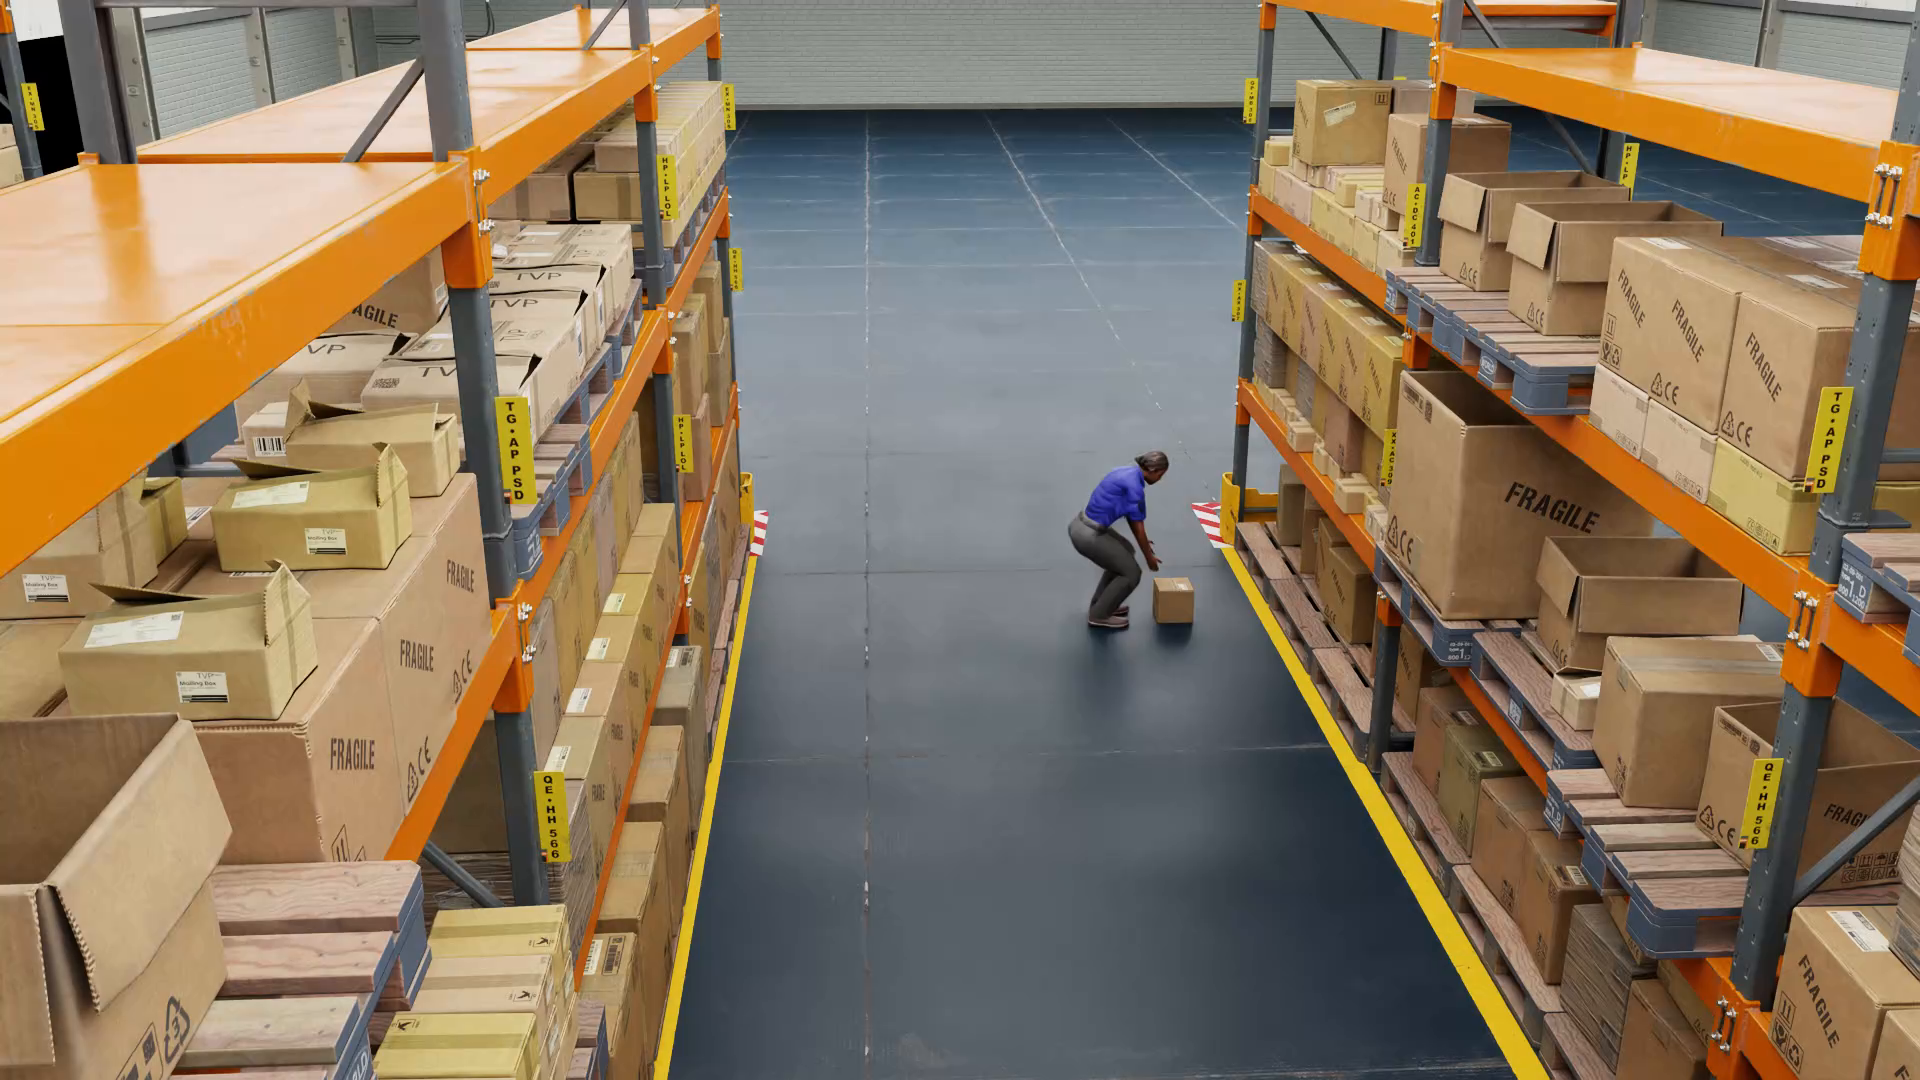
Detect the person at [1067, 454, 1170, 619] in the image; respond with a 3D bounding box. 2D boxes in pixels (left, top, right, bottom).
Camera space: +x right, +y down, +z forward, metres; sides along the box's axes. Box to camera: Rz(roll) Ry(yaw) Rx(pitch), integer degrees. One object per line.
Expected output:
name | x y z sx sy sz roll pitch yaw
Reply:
person | 1.111 -0.046 11.755 0.710 1.157 0.499 -1 21 -3
